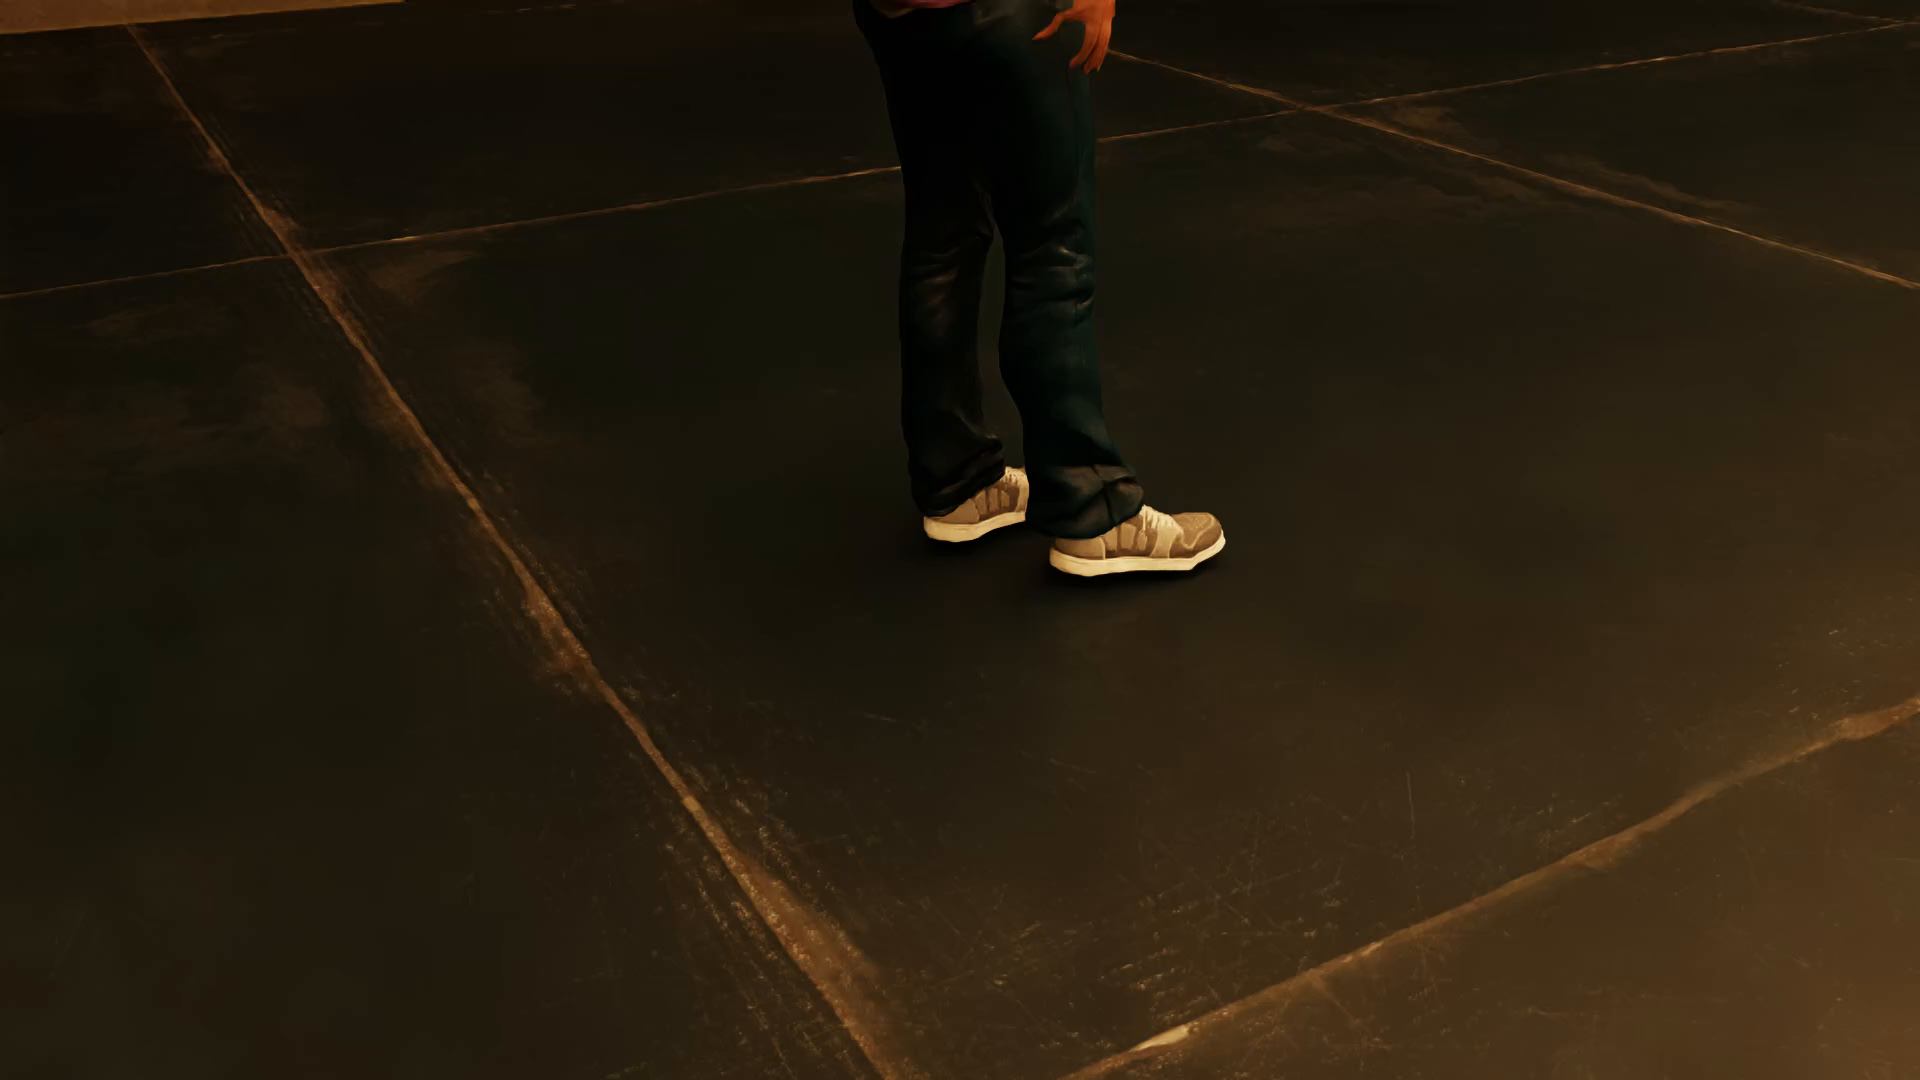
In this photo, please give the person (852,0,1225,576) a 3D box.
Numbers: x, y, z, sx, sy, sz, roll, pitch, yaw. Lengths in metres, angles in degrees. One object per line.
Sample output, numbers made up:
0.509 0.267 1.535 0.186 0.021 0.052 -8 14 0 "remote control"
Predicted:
0.071 -0.730 2.158 0.474 1.597 0.520 -15 30 -26 "person"
